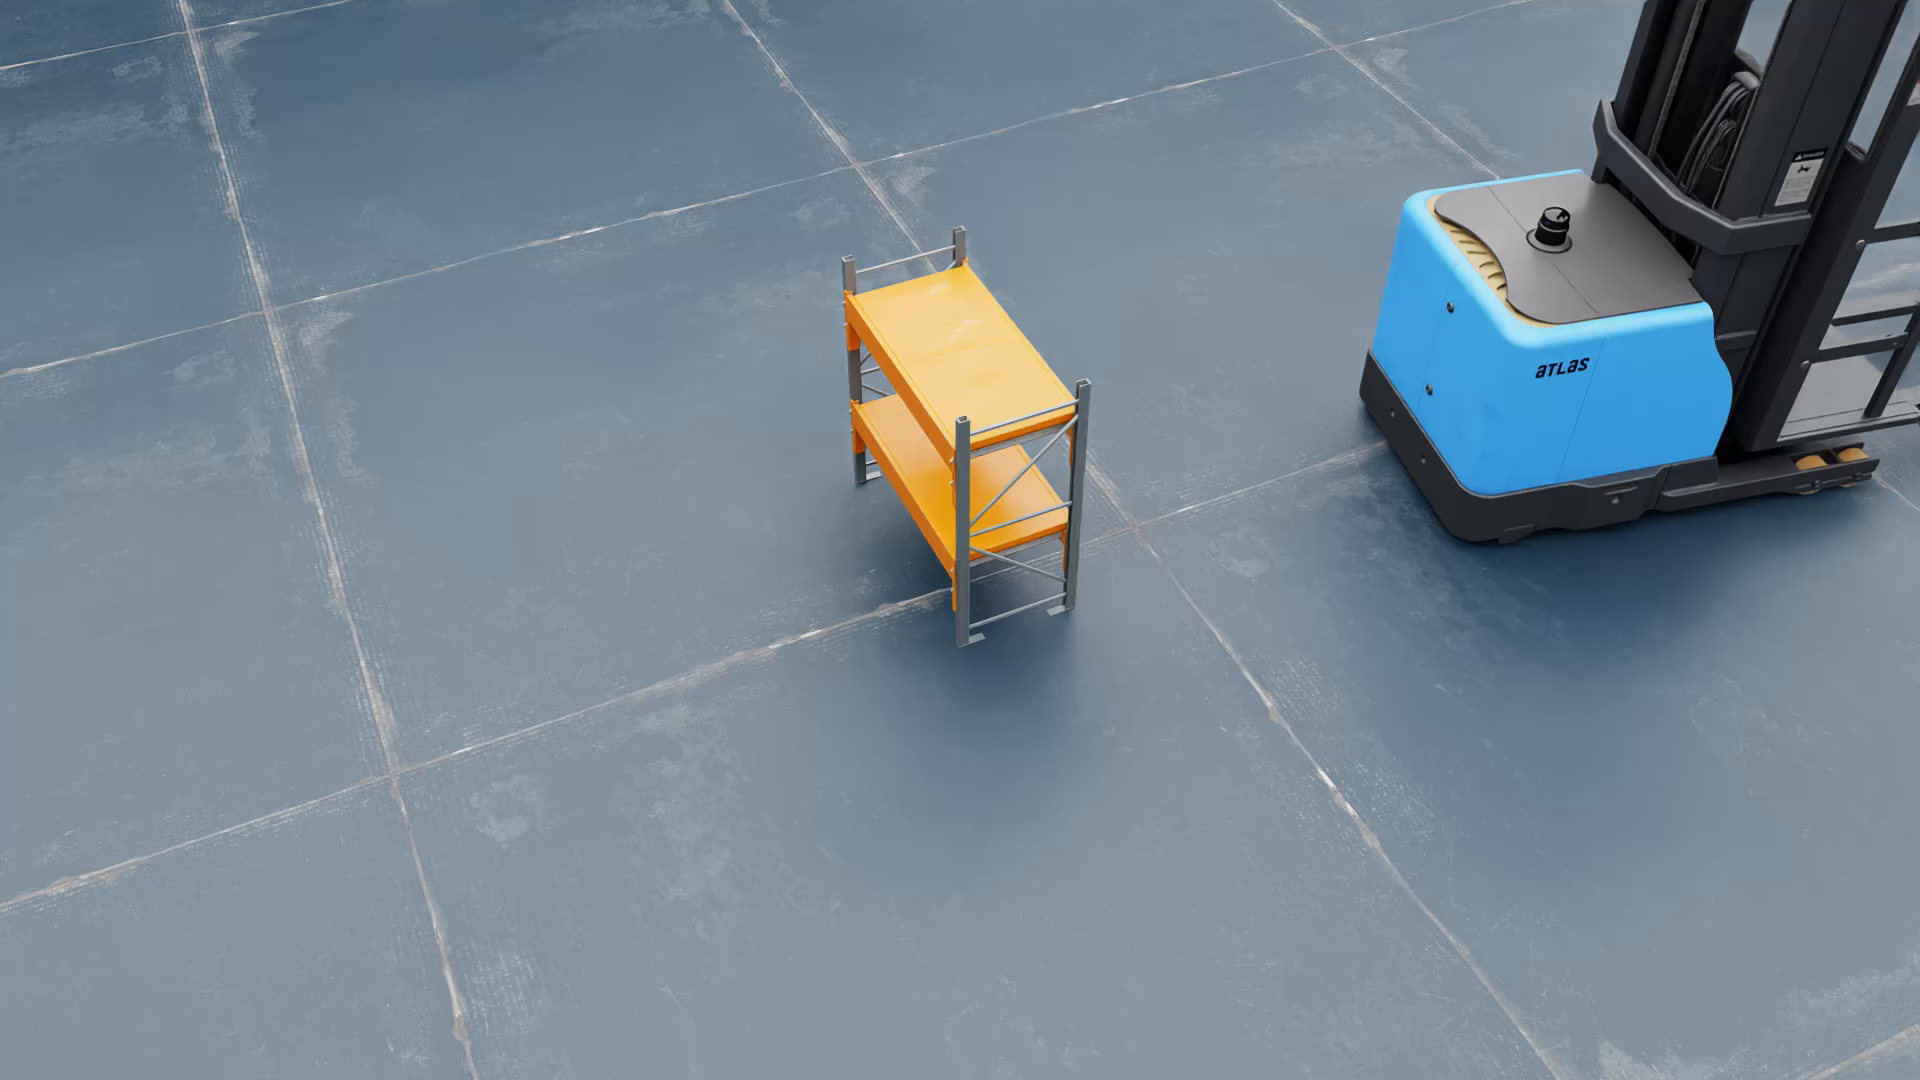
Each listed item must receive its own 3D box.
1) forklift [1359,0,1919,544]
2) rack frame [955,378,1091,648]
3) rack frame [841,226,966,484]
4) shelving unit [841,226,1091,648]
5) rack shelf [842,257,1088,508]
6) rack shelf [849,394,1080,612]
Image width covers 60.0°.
[{"bbox_3d":[3.326,-1.584,6.269,3.031,2.935,1.130,-10,45,-10],"label":"forklift"},{"bbox_3d":[0.217,-0.072,6.022,0.500,1.125,0.032,-18,47,-17],"label":"rack frame"},{"bbox_3d":[-0.211,-0.720,6.679,0.500,1.125,0.032,-18,47,-17],"label":"rack frame"},{"bbox_3d":[0.003,-0.396,6.351,0.538,1.125,1.048,-18,47,-17],"label":"shelving unit"},{"bbox_3d":[0.003,-0.604,6.145,0.538,0.278,1.000,-18,47,-17],"label":"rack shelf"},{"bbox_3d":[0.003,-0.222,6.522,0.538,0.278,1.000,-18,47,-17],"label":"rack shelf"}]
